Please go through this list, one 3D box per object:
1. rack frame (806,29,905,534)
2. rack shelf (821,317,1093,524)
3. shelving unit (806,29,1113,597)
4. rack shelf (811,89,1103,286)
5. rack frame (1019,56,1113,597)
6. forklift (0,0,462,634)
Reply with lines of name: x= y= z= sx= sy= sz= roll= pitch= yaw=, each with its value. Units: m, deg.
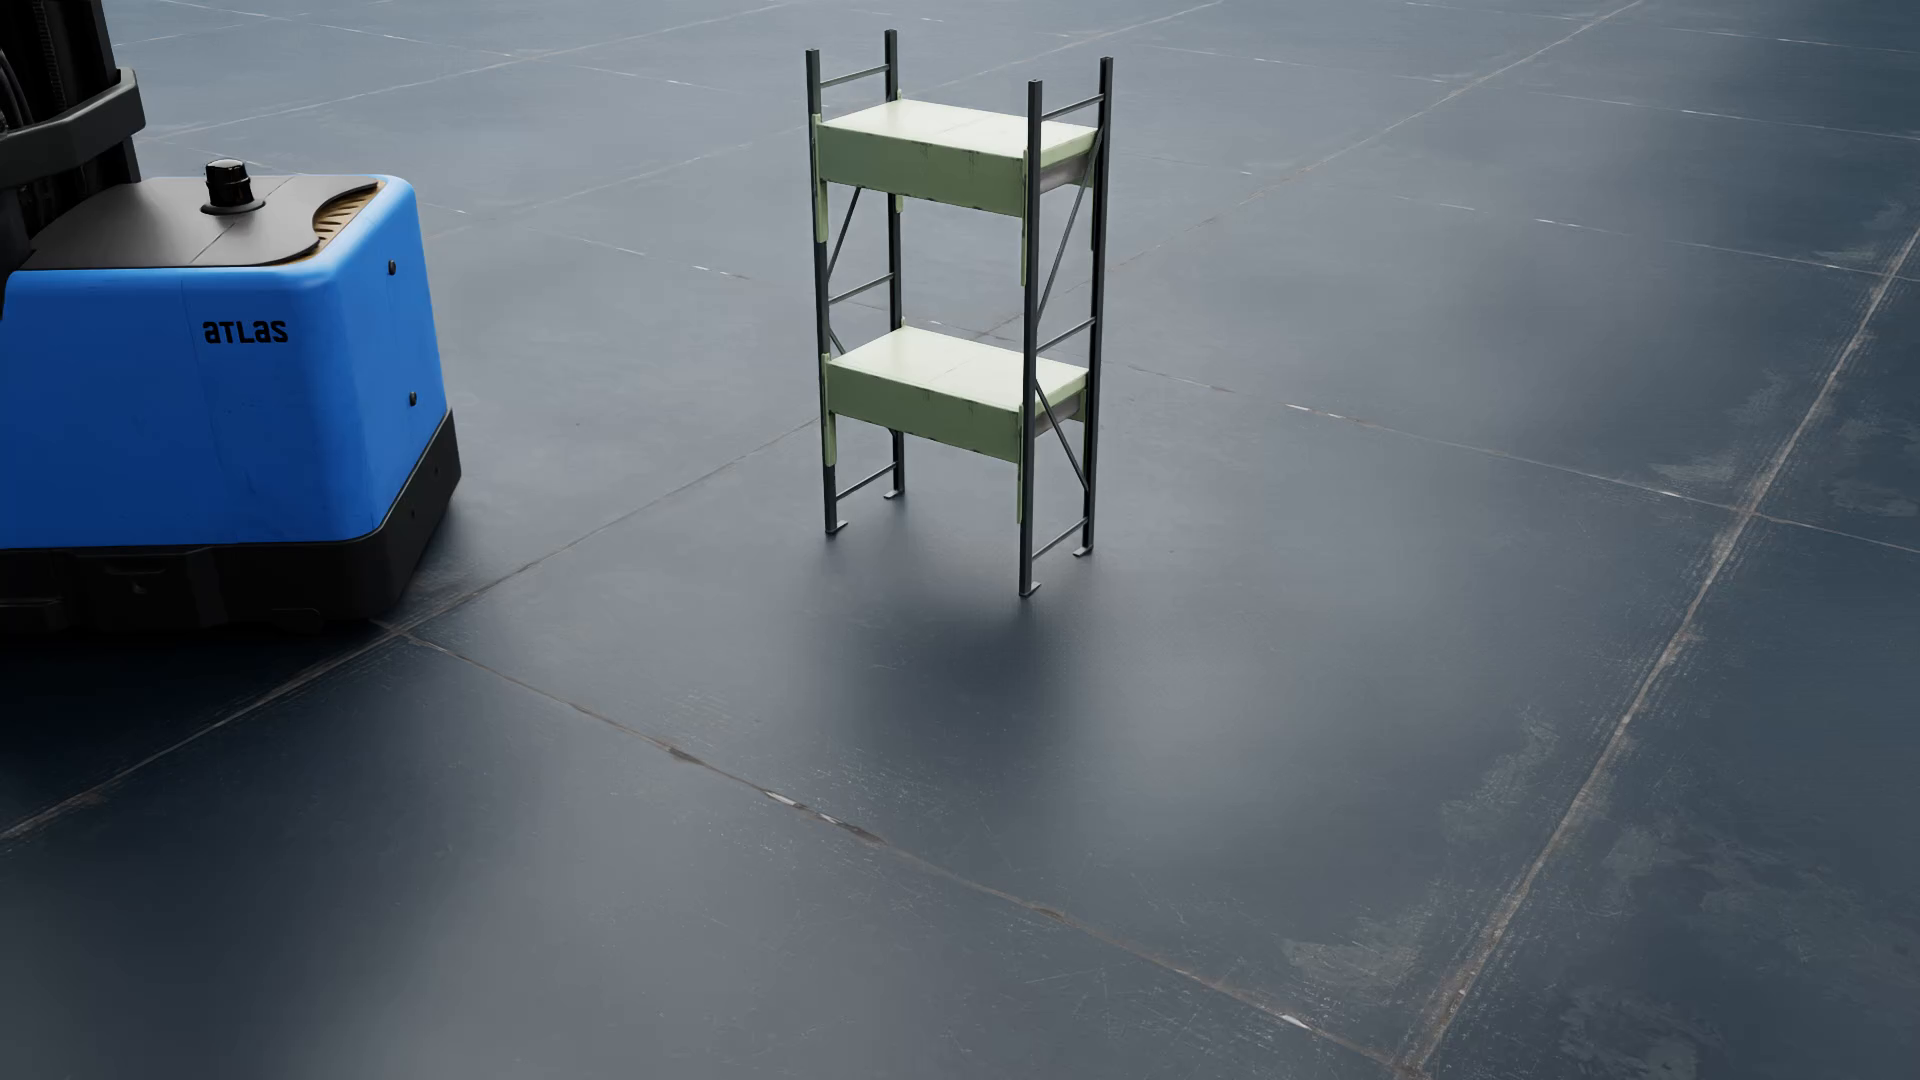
rack frame: x=-0.307 y=-0.764 z=5.098 sx=0.023 sy=1.500 sz=0.400 roll=17 pitch=32 yaw=30
rack shelf: x=-0.006 y=-0.380 z=5.061 sx=0.720 sy=0.370 sz=0.431 roll=17 pitch=32 yaw=30
shelving unit: x=-0.006 y=-0.670 z=4.913 sx=0.755 sy=1.500 sz=0.431 roll=17 pitch=32 yaw=30
rack shelf: x=-0.006 y=-1.018 z=4.736 sx=0.720 sy=0.370 sz=0.431 roll=17 pitch=32 yaw=30
rack frame: x=0.296 y=-0.576 z=4.729 sx=0.023 sy=1.500 sz=0.400 roll=17 pitch=32 yaw=30
forklift: x=-3.142 y=-1.225 z=4.426 sx=3.031 sy=2.935 sz=1.130 roll=-1 pitch=27 yaw=-2
